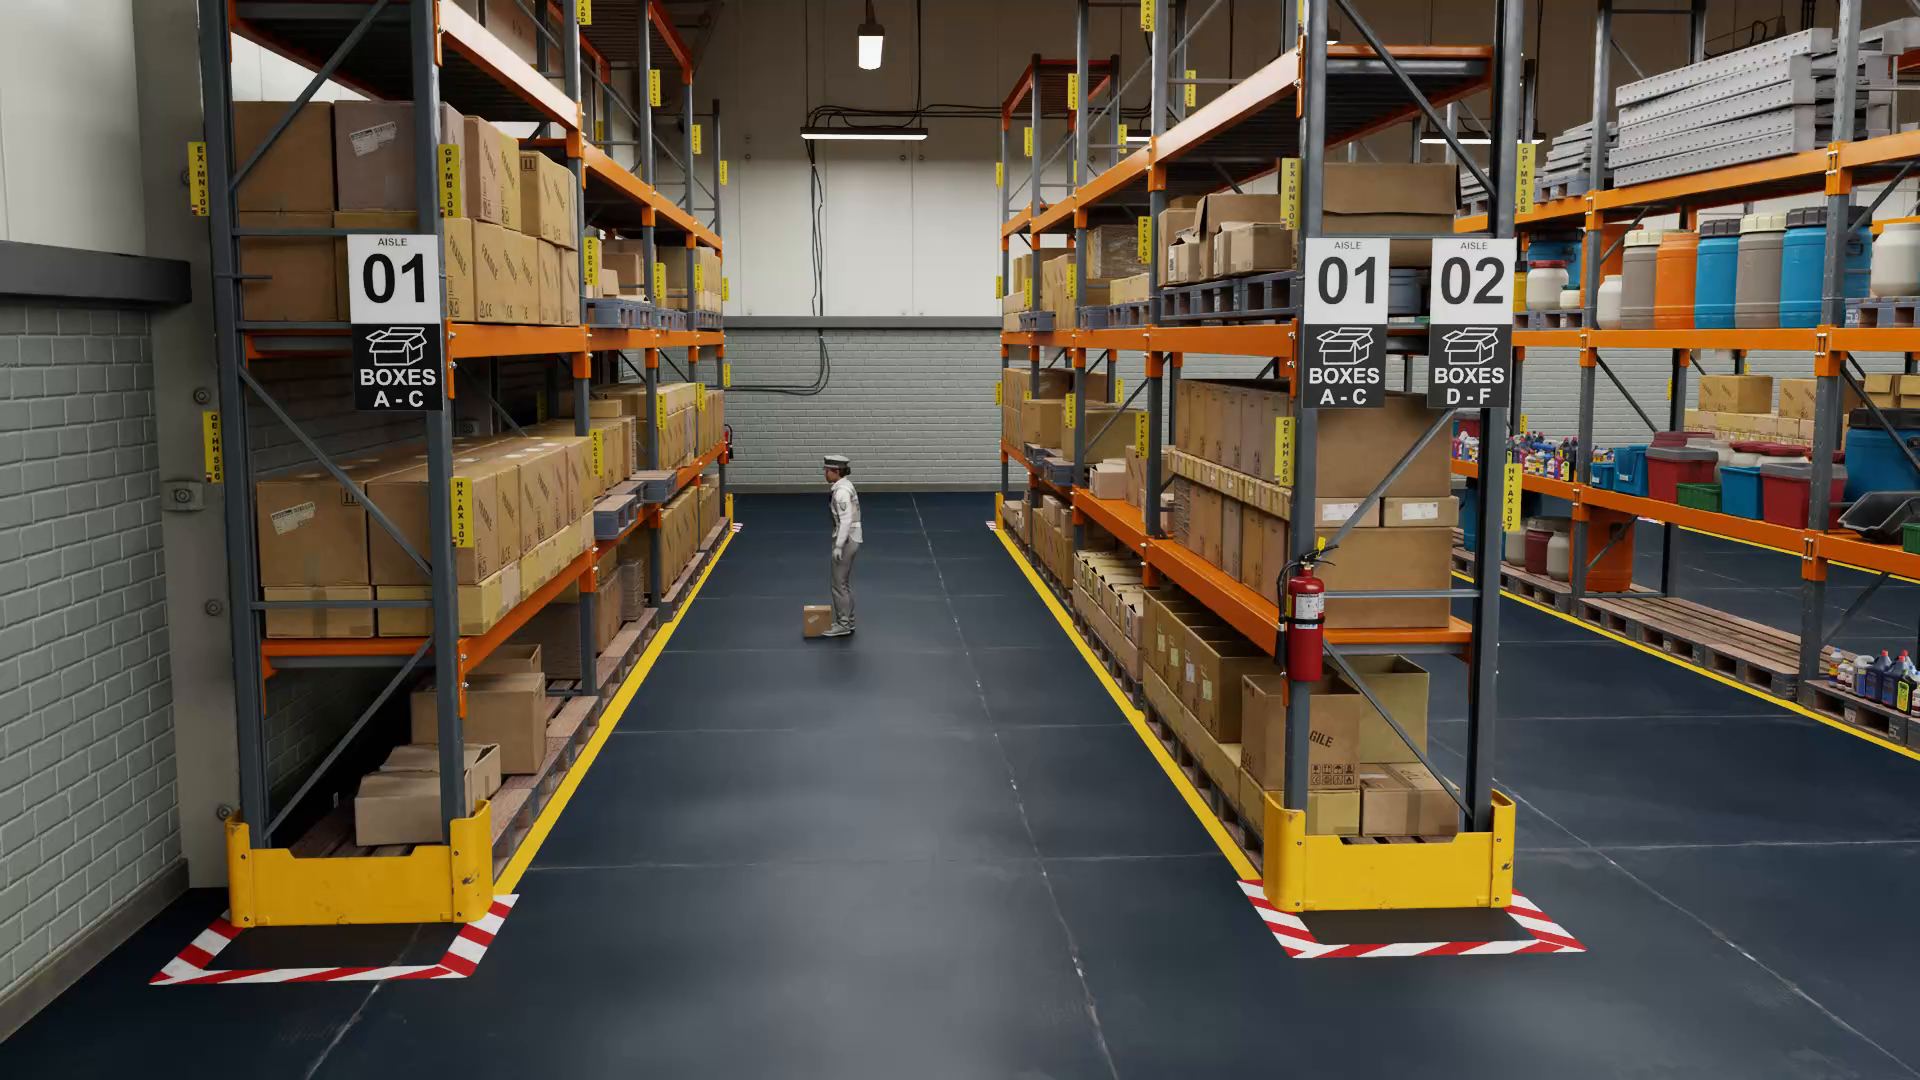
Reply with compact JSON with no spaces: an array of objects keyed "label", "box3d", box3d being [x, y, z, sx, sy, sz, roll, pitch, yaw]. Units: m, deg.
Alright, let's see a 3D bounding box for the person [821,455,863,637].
[{"label":"person","box3d":[-1.099,0.047,15.354,0.402,1.663,0.529,0,7,-3]}]
